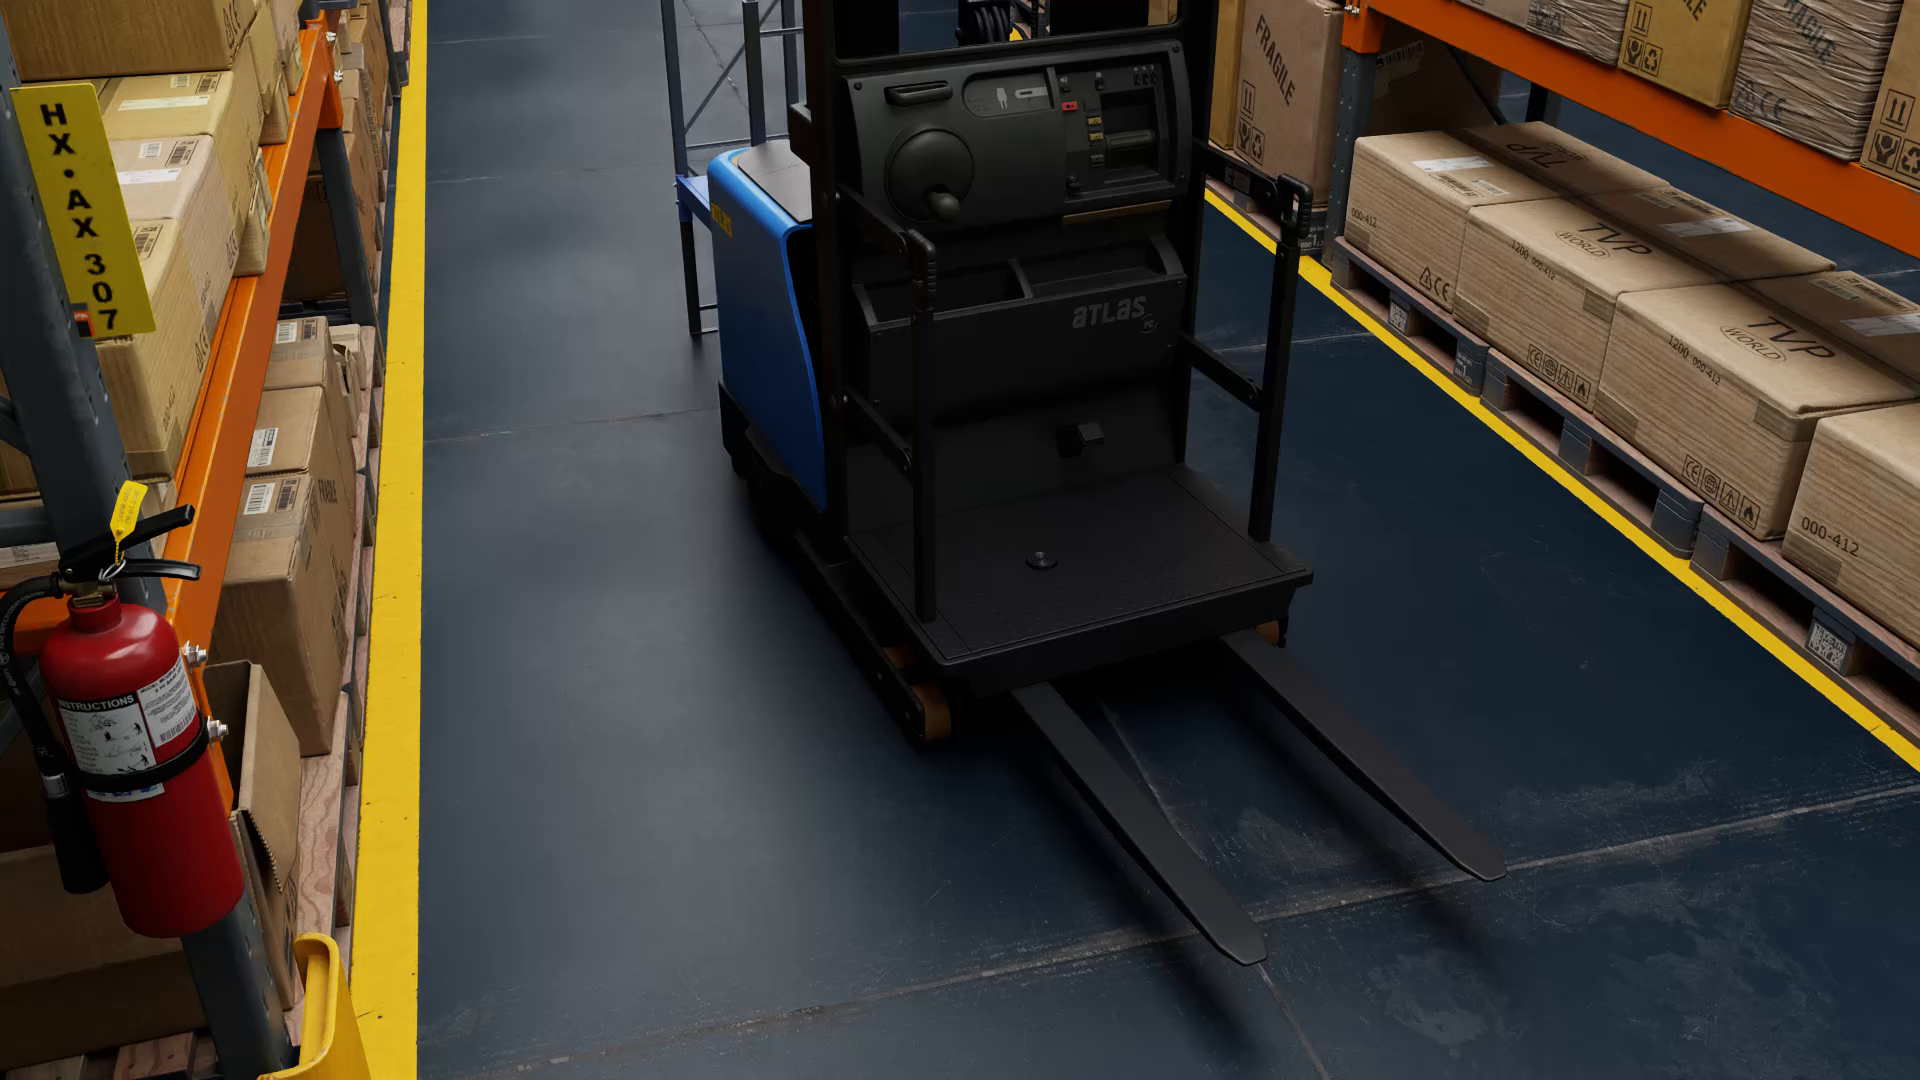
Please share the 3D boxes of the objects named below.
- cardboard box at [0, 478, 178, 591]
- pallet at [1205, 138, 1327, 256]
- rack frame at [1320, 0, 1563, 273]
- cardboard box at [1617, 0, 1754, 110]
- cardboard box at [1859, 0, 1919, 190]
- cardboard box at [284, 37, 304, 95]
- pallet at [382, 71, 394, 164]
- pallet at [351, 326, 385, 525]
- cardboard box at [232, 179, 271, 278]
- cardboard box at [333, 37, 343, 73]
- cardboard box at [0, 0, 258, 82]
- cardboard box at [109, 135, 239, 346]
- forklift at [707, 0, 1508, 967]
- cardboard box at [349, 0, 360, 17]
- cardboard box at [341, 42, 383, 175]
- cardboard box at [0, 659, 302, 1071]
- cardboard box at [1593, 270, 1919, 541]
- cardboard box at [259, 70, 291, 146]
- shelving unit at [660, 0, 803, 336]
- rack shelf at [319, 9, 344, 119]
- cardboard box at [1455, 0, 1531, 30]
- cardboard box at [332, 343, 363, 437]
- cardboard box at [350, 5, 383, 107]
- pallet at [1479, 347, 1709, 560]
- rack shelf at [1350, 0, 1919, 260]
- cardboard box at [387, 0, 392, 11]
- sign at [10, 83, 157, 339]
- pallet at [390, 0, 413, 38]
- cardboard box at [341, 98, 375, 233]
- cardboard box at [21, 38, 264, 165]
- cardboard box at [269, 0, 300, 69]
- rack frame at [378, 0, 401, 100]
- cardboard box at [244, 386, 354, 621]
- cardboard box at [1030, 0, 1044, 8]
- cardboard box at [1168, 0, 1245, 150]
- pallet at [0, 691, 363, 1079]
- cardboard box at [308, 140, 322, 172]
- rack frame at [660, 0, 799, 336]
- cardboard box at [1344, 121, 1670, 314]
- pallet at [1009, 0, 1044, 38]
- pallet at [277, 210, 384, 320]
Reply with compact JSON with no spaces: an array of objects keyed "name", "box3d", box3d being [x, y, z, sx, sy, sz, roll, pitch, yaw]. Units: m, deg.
[{"name":"cardboard box","box3d":[-1.452,-0.049,2.592,0.380,0.149,0.250,-8,31,-14]},{"name":"pallet","box3d":[1.816,-1.712,7.998,1.003,0.211,1.213,-8,31,-13]},{"name":"rack frame","box3d":[2.093,-2.557,6.673,1.000,3.000,0.127,-8,31,-13]},{"name":"cardboard box","box3d":[2.358,-1.605,4.929,0.500,0.500,0.500,-7,31,-12]},{"name":"cardboard box","box3d":[2.653,-1.110,4.074,0.500,0.500,0.500,-8,31,-14]},{"name":"cardboard box","box3d":[-2.181,-1.420,4.961,0.380,0.149,0.250,-7,31,-12]},{"name":"pallet","box3d":[-3.591,-2.254,8.934,1.003,0.211,1.213,-8,31,-13]},{"name":"pallet","box3d":[-2.510,-0.356,5.655,1.003,0.211,1.213,-8,31,-13]},{"name":"cardboard box","box3d":[-1.746,-0.678,3.678,0.380,0.149,0.250,-9,31,-15]},{"name":"cardboard box","box3d":[-2.937,-2.106,7.323,0.380,0.149,0.250,-7,31,-11]},{"name":"cardboard box","box3d":[-1.889,-1.331,3.659,0.500,0.500,0.500,-7,31,-12]},{"name":"cardboard box","box3d":[-1.624,-0.525,3.016,0.500,0.250,0.500,-8,31,-13]},{"name":"forklift","box3d":[0.255,-0.983,4.022,1.130,2.935,3.031,-13,32,-21]},{"name":"cardboard box","box3d":[-3.248,-2.742,8.421,0.380,0.149,0.250,-9,31,-15]},{"name":"cardboard box","box3d":[-3.013,-2.007,7.799,0.500,0.500,0.500,-9,31,-15]},{"name":"cardboard box","box3d":[-1.701,0.628,3.244,0.797,0.503,0.637,-9,31,-15]},{"name":"cardboard box","box3d":[2.632,-0.444,5.161,0.875,0.438,0.875,-7,31,-12]},{"name":"cardboard box","box3d":[-2.042,-1.171,4.529,0.380,0.149,0.250,-8,31,-14]},{"name":"shelving unit","box3d":[-0.646,-1.293,5.986,0.538,1.500,1.048,-13,32,-21]},{"name":"rack shelf","box3d":[-3.222,-2.549,7.378,1.077,0.370,4.000,-8,31,-13]},{"name":"cardboard box","box3d":[2.095,-2.095,5.775,0.500,0.500,0.500,-8,31,-13]},{"name":"cardboard box","box3d":[-2.165,-0.491,5.414,0.396,0.266,0.258,-7,31,-11]},{"name":"cardboard box","box3d":[-3.311,-2.508,8.665,0.500,0.500,0.500,-8,31,-14]},{"name":"pallet","box3d":[2.547,-0.382,5.699,1.003,0.211,1.213,-8,31,-13]},{"name":"rack shelf","box3d":[2.624,-1.279,5.184,1.077,0.370,4.000,-8,31,-13]},{"name":"cardboard box","box3d":[-4.086,-3.598,10.424,0.875,0.625,0.625,-7,31,-12]},{"name":"sign","box3d":[-1.106,-0.410,2.099,0.100,0.325,0.005,-8,31,-13]},{"name":"pallet","box3d":[-4.254,-3.611,11.278,1.003,0.211,1.213,-8,31,-13]},{"name":"cardboard box","box3d":[-2.754,-1.514,6.948,0.500,0.500,0.500,-8,31,-14]},{"name":"cardboard box","box3d":[-1.918,-1.014,3.860,0.500,0.250,0.500,-9,31,-15]},{"name":"cardboard box","box3d":[-2.174,-1.505,4.709,0.500,0.250,0.500,-8,31,-13]},{"name":"rack frame","box3d":[-3.753,-3.827,8.867,1.000,3.000,0.127,-8,31,-13]},{"name":"cardboard box","box3d":[-1.934,-0.057,4.431,0.500,0.500,0.500,-7,31,-12]},{"name":"cardboard box","box3d":[0.891,-3.807,11.037,0.950,0.372,0.625,-10,32,-17]},{"name":"cardboard box","box3d":[1.604,-2.543,8.351,0.875,0.875,0.875,-7,31,-12]},{"name":"pallet","box3d":[-1.862,0.822,3.619,1.003,0.211,1.213,-8,31,-13]},{"name":"cardboard box","box3d":[-2.530,-1.484,6.248,0.380,0.149,0.250,-6,31,-11]},{"name":"rack frame","box3d":[-0.853,-1.525,6.388,0.500,1.500,0.032,-13,32,-21]},{"name":"cardboard box","box3d":[2.157,-1.312,6.661,0.875,0.438,0.875,-8,31,-14]},{"name":"pallet","box3d":[0.826,-3.659,11.361,1.003,0.211,1.213,-8,31,-13]},{"name":"pallet","box3d":[-2.944,-1.076,6.898,1.003,0.211,1.213,-8,31,-13]}]
